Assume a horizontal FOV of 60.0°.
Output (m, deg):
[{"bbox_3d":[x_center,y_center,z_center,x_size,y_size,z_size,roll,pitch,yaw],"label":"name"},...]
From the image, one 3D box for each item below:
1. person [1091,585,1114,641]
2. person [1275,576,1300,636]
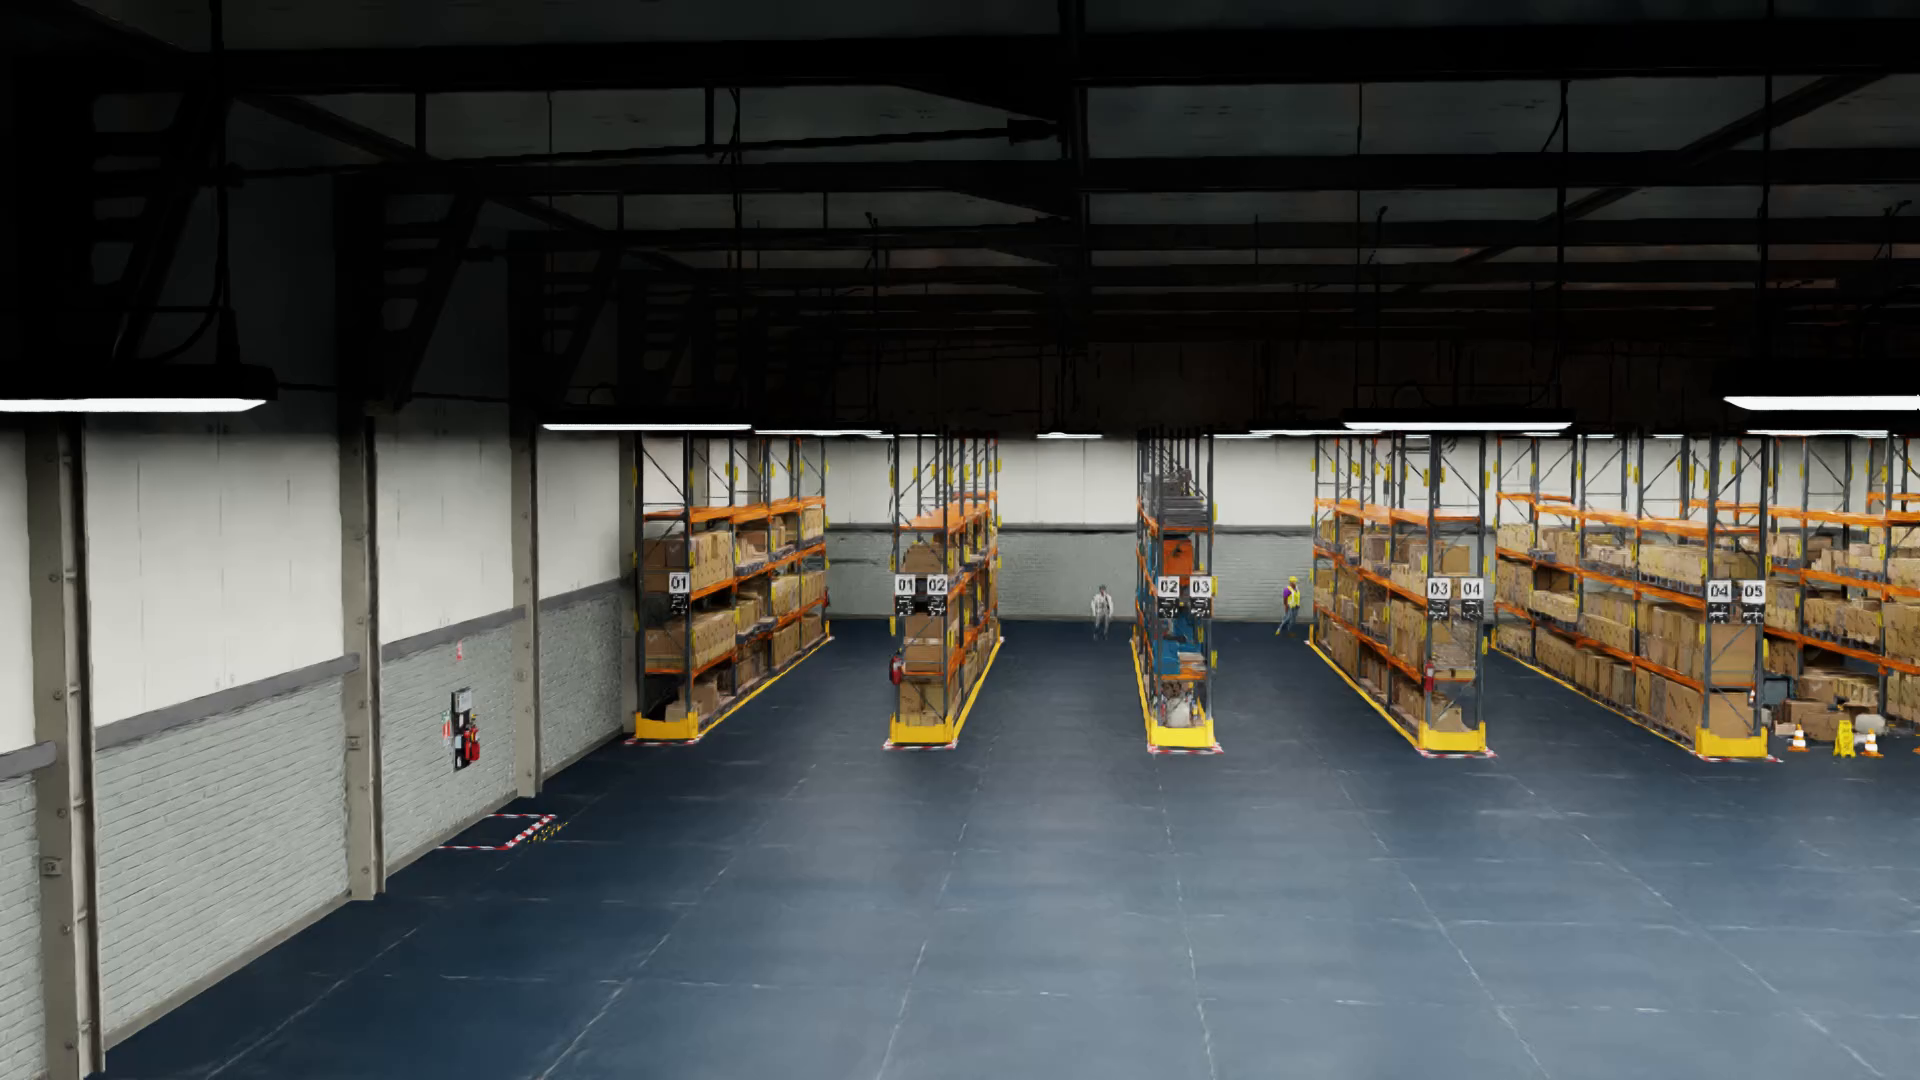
[{"bbox_3d":[4.046,2.075,47.288,0.639,1.632,0.506,0,3,4],"label":"person"},{"bbox_3d":[9.586,1.926,48.588,0.740,1.758,0.526,-3,4,-37],"label":"person"}]
